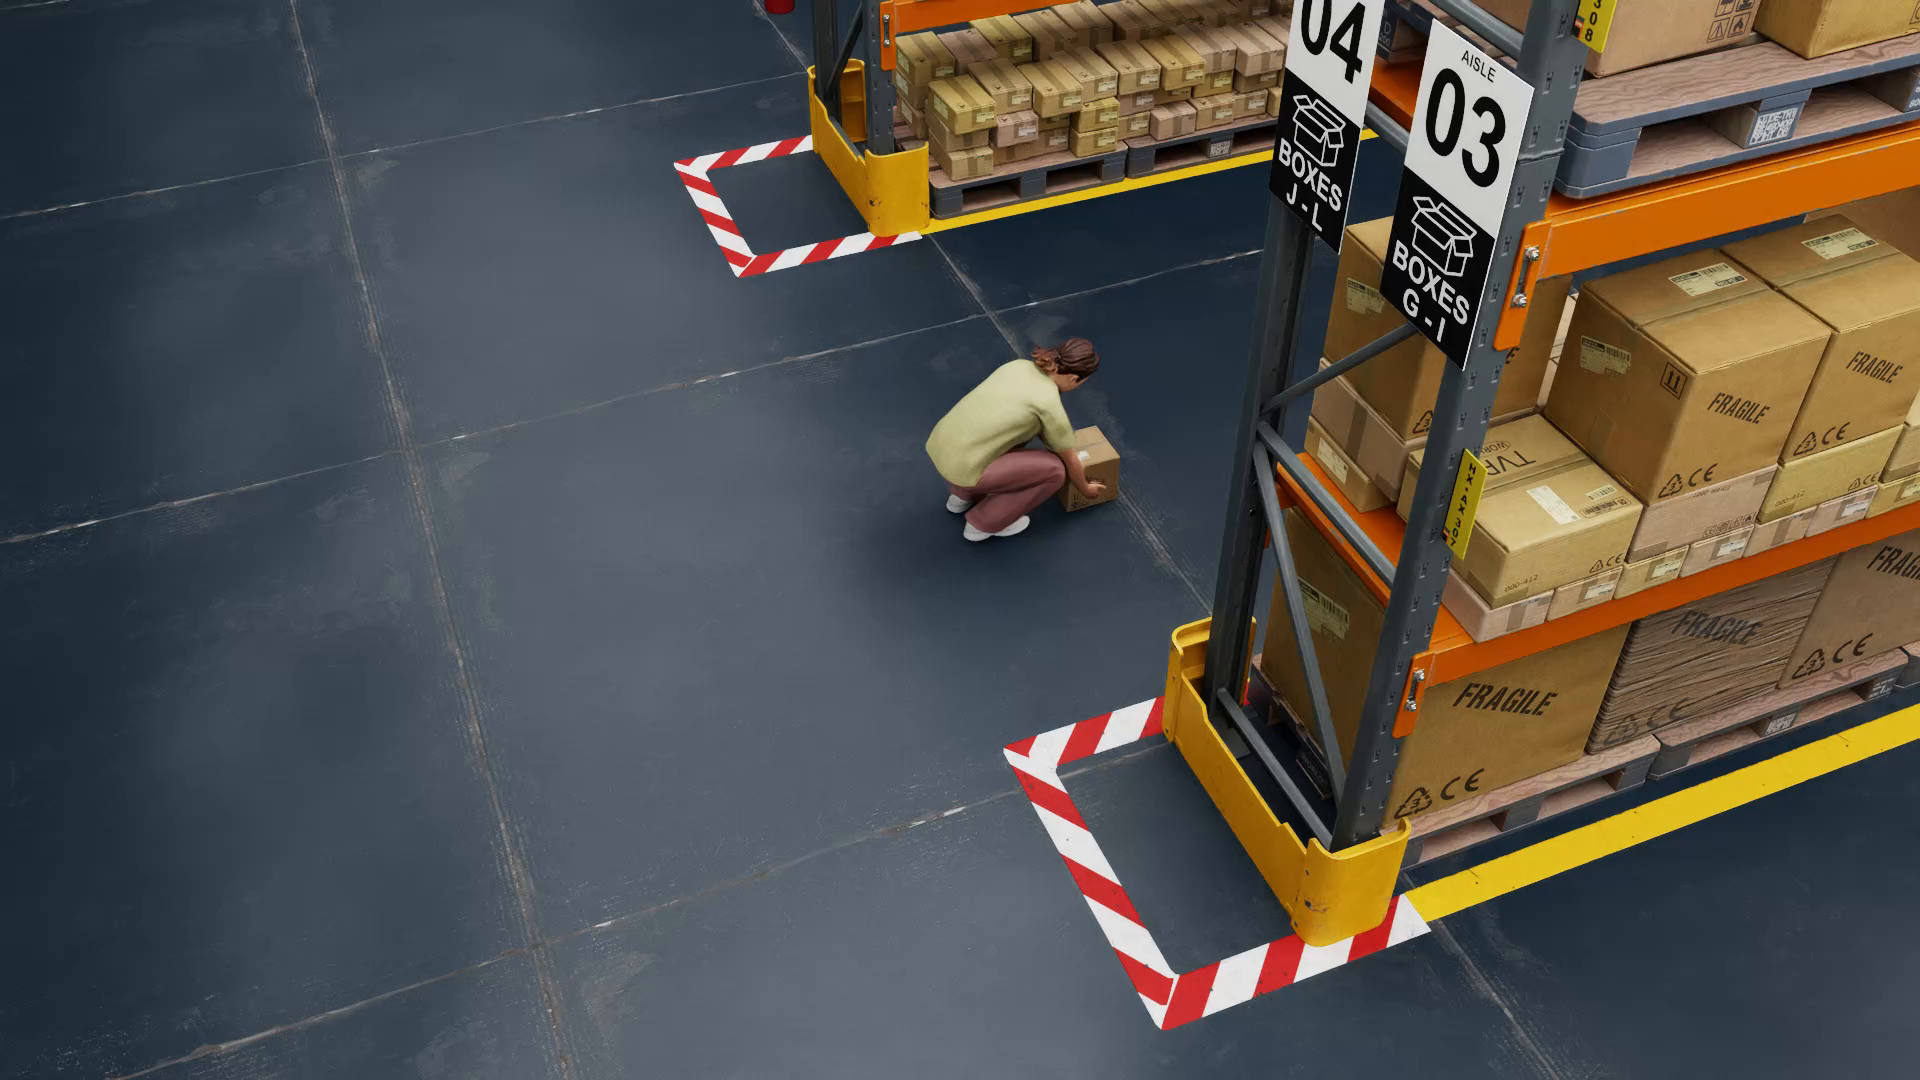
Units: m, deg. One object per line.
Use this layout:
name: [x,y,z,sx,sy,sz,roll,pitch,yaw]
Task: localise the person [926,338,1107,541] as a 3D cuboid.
person: [0.245,-0.449,7.316,0.805,0.806,0.479,-15,44,-16]
